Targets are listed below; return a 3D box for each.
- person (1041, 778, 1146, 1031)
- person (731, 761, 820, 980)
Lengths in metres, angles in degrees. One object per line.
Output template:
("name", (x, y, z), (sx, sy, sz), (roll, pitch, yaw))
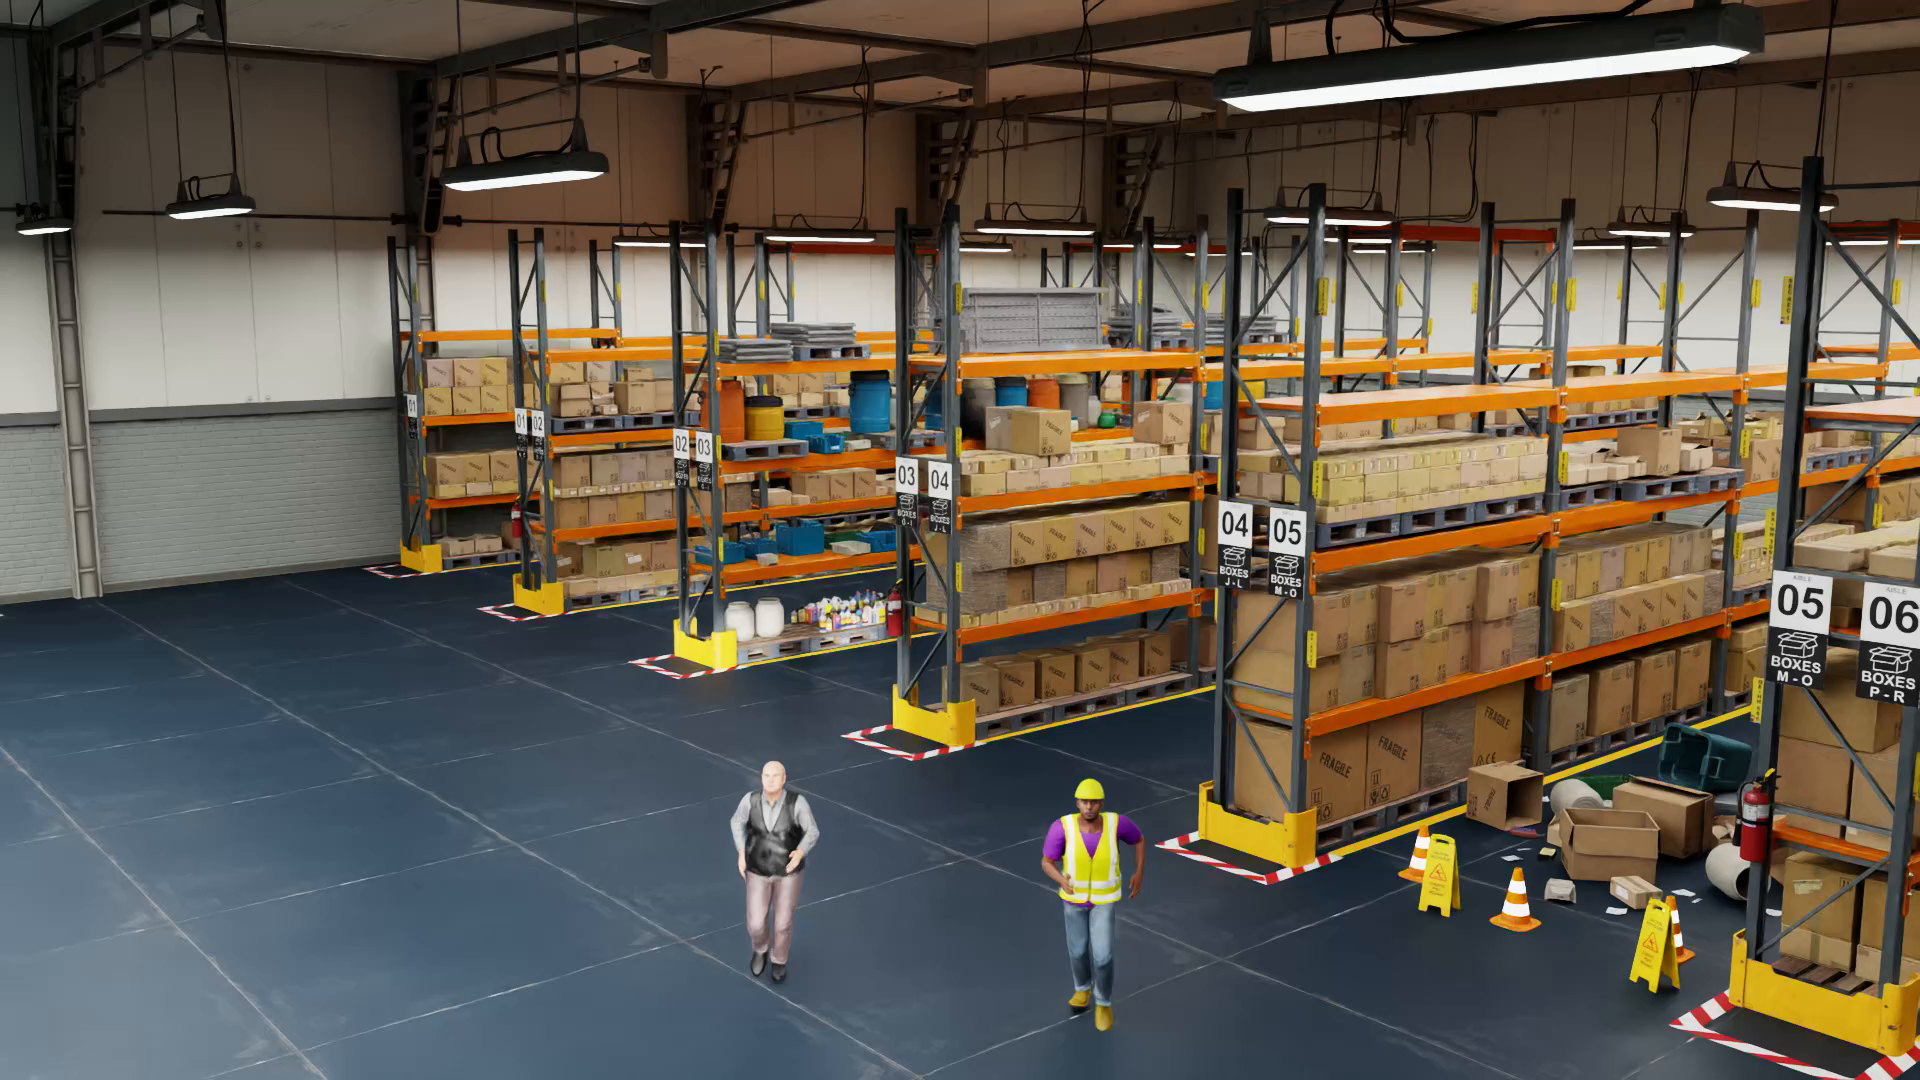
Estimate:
("person", (0.925, 2.549, 11.617), (0.722, 1.819, 0.726), (1, 9, 8))
("person", (-1.369, 2.461, 12.263), (0.657, 1.688, 0.601), (0, 9, -3))
